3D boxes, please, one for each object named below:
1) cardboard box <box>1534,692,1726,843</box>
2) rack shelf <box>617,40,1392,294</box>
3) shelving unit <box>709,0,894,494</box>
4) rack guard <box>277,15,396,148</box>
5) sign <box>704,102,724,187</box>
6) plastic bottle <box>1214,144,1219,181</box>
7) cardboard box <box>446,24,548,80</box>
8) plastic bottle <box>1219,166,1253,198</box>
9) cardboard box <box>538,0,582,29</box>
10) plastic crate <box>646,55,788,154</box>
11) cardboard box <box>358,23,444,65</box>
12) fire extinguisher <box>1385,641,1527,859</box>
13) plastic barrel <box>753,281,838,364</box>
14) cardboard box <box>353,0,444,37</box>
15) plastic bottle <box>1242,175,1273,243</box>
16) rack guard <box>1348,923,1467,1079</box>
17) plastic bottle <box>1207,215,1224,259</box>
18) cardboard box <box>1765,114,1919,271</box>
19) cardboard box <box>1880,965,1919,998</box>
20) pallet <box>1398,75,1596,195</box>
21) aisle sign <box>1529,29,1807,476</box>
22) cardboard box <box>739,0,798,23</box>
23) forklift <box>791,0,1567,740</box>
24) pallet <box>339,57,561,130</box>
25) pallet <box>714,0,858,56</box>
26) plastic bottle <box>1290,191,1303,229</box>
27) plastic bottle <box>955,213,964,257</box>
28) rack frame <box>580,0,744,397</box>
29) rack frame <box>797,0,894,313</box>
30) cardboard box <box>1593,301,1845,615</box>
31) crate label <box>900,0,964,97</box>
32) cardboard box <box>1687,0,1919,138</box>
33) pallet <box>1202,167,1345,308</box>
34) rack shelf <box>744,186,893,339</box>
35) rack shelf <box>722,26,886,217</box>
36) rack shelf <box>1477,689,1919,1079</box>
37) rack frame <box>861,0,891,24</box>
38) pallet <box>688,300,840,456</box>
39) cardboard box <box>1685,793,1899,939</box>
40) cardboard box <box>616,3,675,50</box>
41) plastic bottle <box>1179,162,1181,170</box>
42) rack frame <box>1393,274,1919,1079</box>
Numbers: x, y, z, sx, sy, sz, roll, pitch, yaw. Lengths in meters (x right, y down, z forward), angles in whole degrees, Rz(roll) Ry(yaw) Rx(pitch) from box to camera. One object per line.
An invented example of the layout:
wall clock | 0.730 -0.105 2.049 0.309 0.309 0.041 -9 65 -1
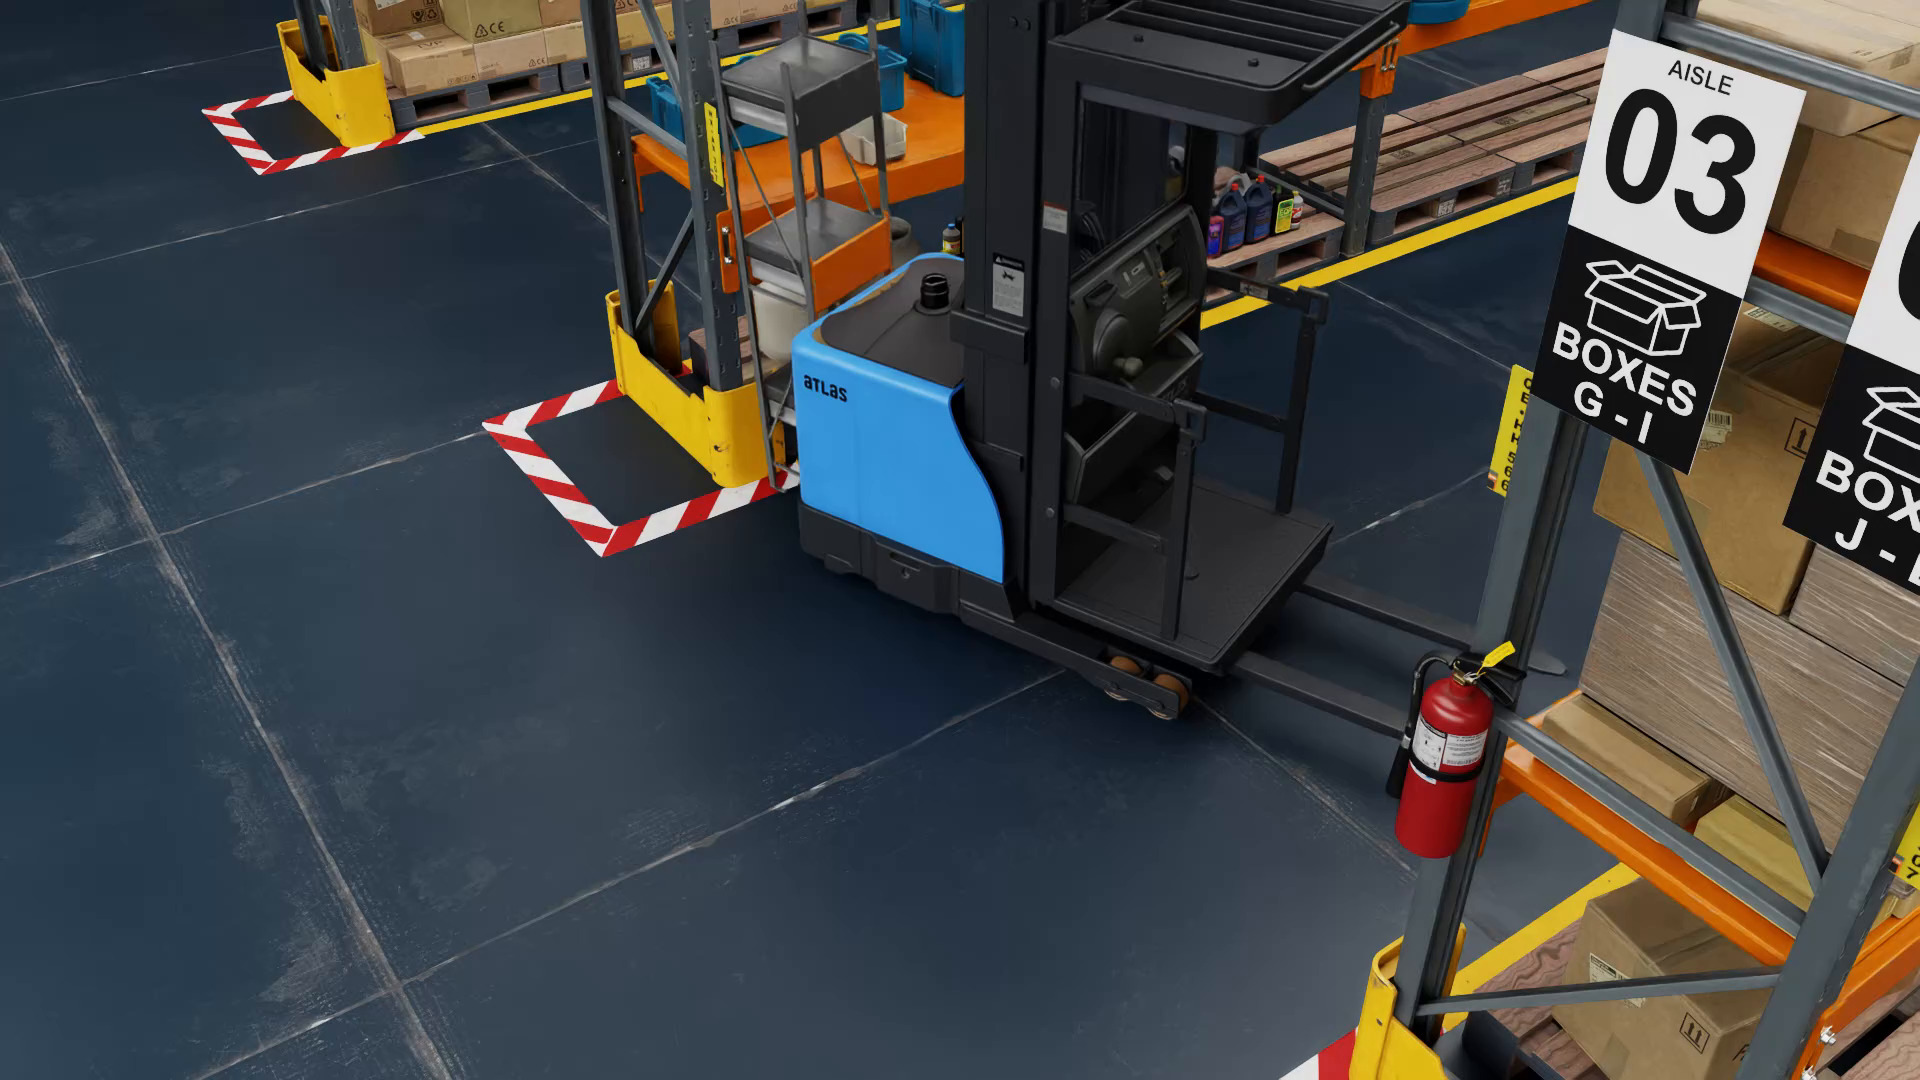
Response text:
cardboard box | 1.673 0.544 4.140 0.250 0.149 0.380 -22 41 -28
rack shelf | 0.340 -2.109 8.229 4.000 0.370 1.077 -22 41 -28
shelving unit | -0.594 -1.116 6.976 0.431 2.100 0.503 25 46 30
rack guard | -4.164 -3.070 11.091 0.348 0.500 1.175 -22 41 -28
sign | -0.981 -1.576 6.636 0.005 0.325 0.100 -22 41 -28
plastic bottle | 1.462 -2.246 9.764 0.097 0.271 0.097 0 36 0
cardboard box | -3.172 -3.392 11.392 0.500 0.250 0.500 -22 41 -28
plastic bottle | 1.532 -1.891 9.202 0.185 0.351 0.144 -22 41 -28
cardboard box | -2.769 -3.869 11.414 0.500 0.500 0.500 -22 41 -28
plastic crate | -1.058 -1.979 7.560 0.616 0.251 0.499 -22 41 -28
cardboard box | -3.877 -3.469 11.499 0.500 0.250 0.500 -22 41 -28
fire extinguisher | 1.200 0.486 4.072 0.183 0.674 0.296 -22 41 -28
plastic barrel | -0.800 -1.146 8.046 0.421 0.512 0.421 0 36 0
cardboard box | -3.878 -3.774 11.282 0.500 0.500 0.500 -22 41 -28
plastic bottle | 1.615 -1.822 9.107 0.185 0.351 0.144 -24 42 -29
rack guard | 1.621 1.625 4.562 0.348 0.500 1.175 -22 41 -28
plastic bottle | 1.349 -1.656 8.933 0.133 0.283 0.061 -20 40 -25
cardboard box | 1.807 -0.804 3.359 0.500 0.250 0.500 -21 41 -27
cardboard box | 2.548 1.061 4.987 0.500 0.500 0.500 -12 37 -16
pallet | 3.593 -2.637 10.735 1.213 0.211 1.003 -22 41 -28
aisle sign | 1.335 -0.542 3.208 0.004 0.787 0.394 -22 41 -28
cardboard box | -1.543 -4.069 12.334 0.500 0.250 0.500 -22 41 -28
forklift | 0.826 -0.866 5.944 3.031 2.935 1.130 21 41 27
pallet | -3.544 -3.238 11.572 1.213 0.211 1.003 -22 41 -28
pallet | -1.549 -4.059 12.713 1.213 0.211 1.003 -22 41 -28
plastic bottle | 1.858 -1.845 9.266 0.097 0.201 0.097 0 36 0
plastic bottle | 0.039 -1.679 8.965 0.133 0.283 0.061 -21 41 -27
rack frame | -1.294 -1.728 7.083 0.127 3.000 1.000 -22 41 -28
rack frame | -0.443 -1.241 7.121 0.400 2.100 0.015 25 46 30
cardboard box | 1.866 -0.234 3.810 0.500 0.500 0.500 -22 41 -28
crate label | 0.054 -2.490 8.113 0.616 0.435 0.502 -22 41 -28
cardboard box | 1.606 -0.925 3.185 0.250 0.149 0.380 -22 41 -28
pallet | 1.402 -1.735 9.482 1.213 0.211 1.003 -22 41 -28
rack shelf | -0.593 -1.106 6.984 0.431 0.518 0.480 25 46 30
rack shelf | -0.620 -1.652 6.547 0.431 0.518 0.480 25 46 30
rack shelf | 3.194 0.255 4.942 4.000 0.370 1.077 -22 41 -28
rack frame | -0.875 -5.439 12.243 0.127 3.000 1.000 -22 41 -28
pallet | -0.592 -0.915 8.341 1.213 0.211 1.003 -22 41 -28
cardboard box | 1.929 0.756 3.845 0.250 0.149 0.380 -22 41 -28
cardboard box | -2.351 -3.725 11.856 0.500 0.250 0.500 -22 41 -28
plastic bottle | 1.276 -2.079 9.521 0.133 0.283 0.061 -22 41 -28
rack frame | 1.559 0.636 3.797 0.127 3.000 1.000 -22 41 -28
